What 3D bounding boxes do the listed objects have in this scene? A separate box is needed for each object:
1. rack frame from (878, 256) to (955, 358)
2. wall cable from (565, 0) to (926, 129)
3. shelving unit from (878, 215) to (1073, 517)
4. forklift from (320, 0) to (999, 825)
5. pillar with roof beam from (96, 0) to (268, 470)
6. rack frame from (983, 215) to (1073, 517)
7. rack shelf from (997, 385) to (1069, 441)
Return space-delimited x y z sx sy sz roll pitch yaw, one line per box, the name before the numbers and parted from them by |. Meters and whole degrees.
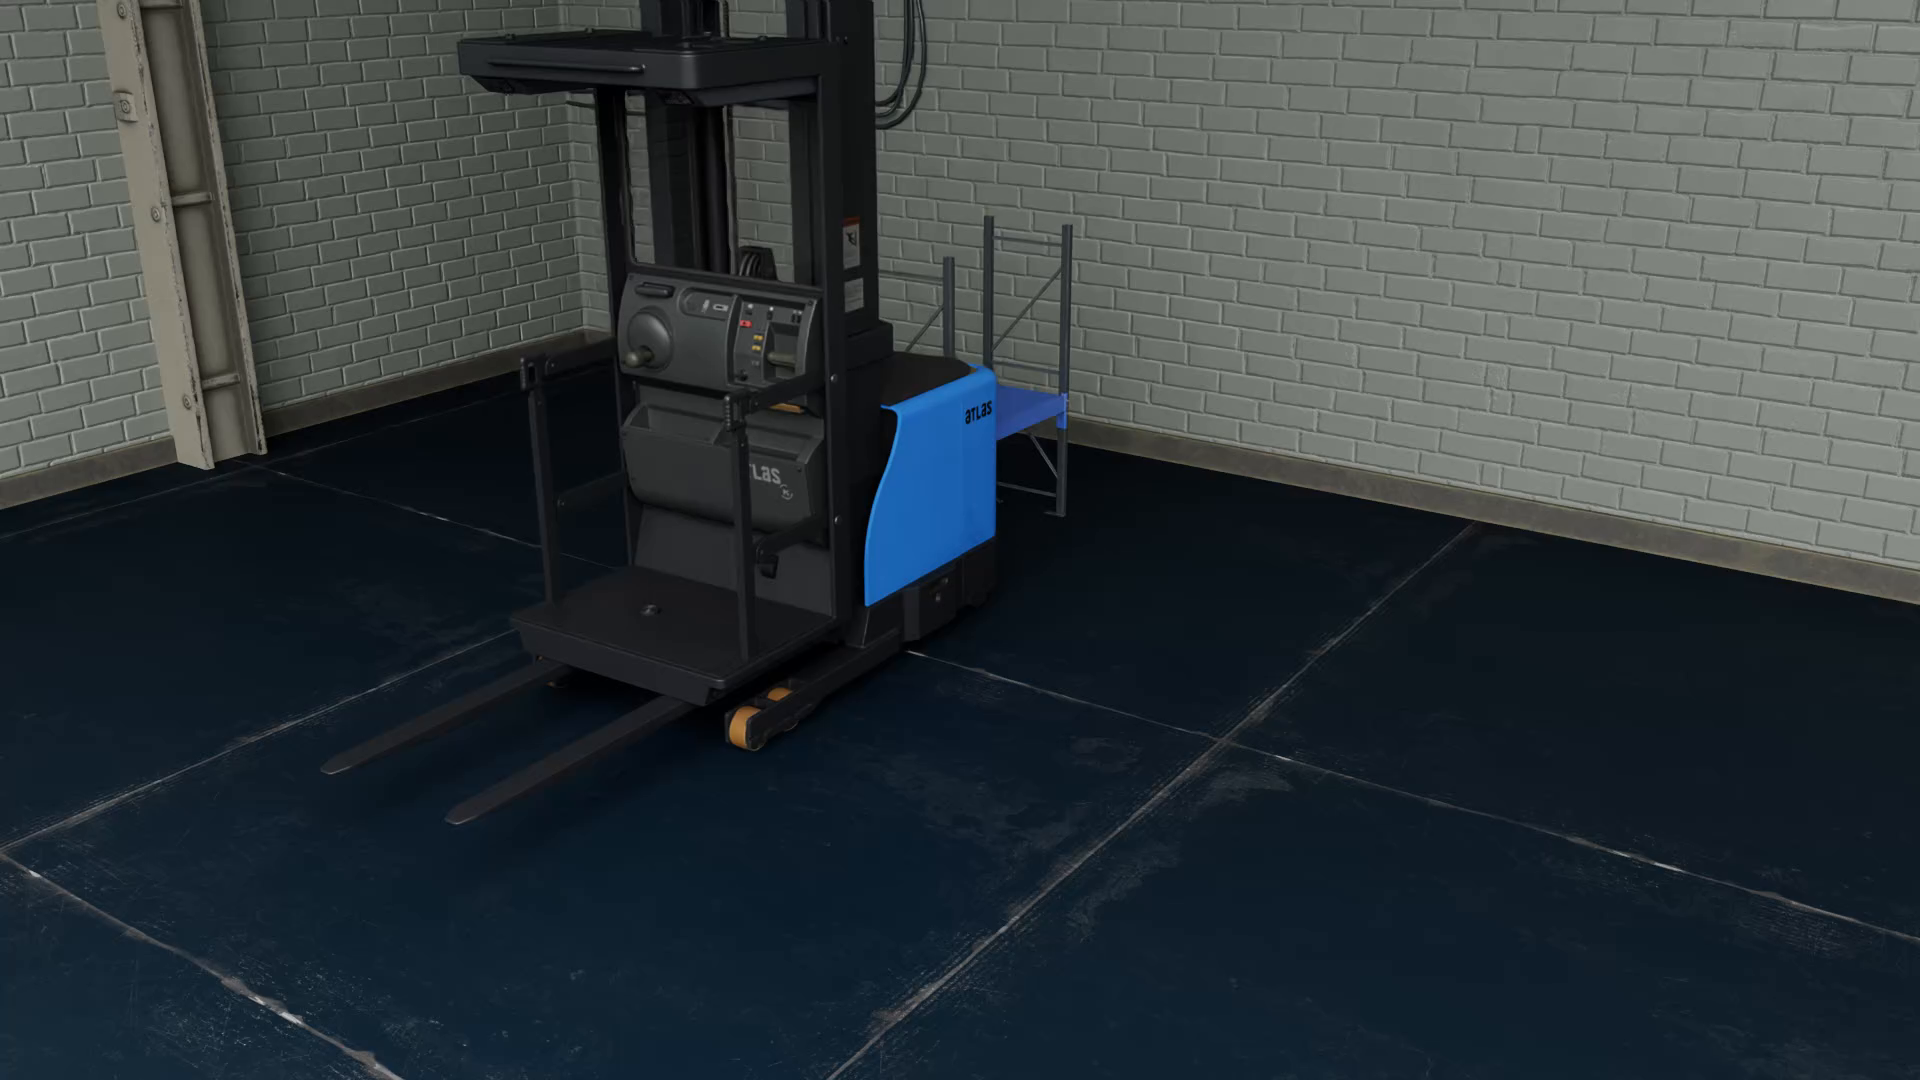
rack frame | -0.238 -0.582 7.677 0.500 1.500 0.032 13 24 32
wall cable | -1.494 -3.831 10.127 3.097 2.526 0.112 13 24 32
shelving unit | 0.048 -0.728 8.071 0.538 1.500 1.048 13 24 32
forklift | -1.042 -0.779 6.145 1.130 2.935 3.031 13 24 30
pillar with roof beam | -0.683 -3.860 5.730 9.100 9.000 0.400 13 24 32
rack frame | 0.334 -0.874 8.465 0.500 1.500 0.032 13 24 32
rack shelf | 0.048 -0.559 8.133 0.538 0.185 1.000 13 24 32
